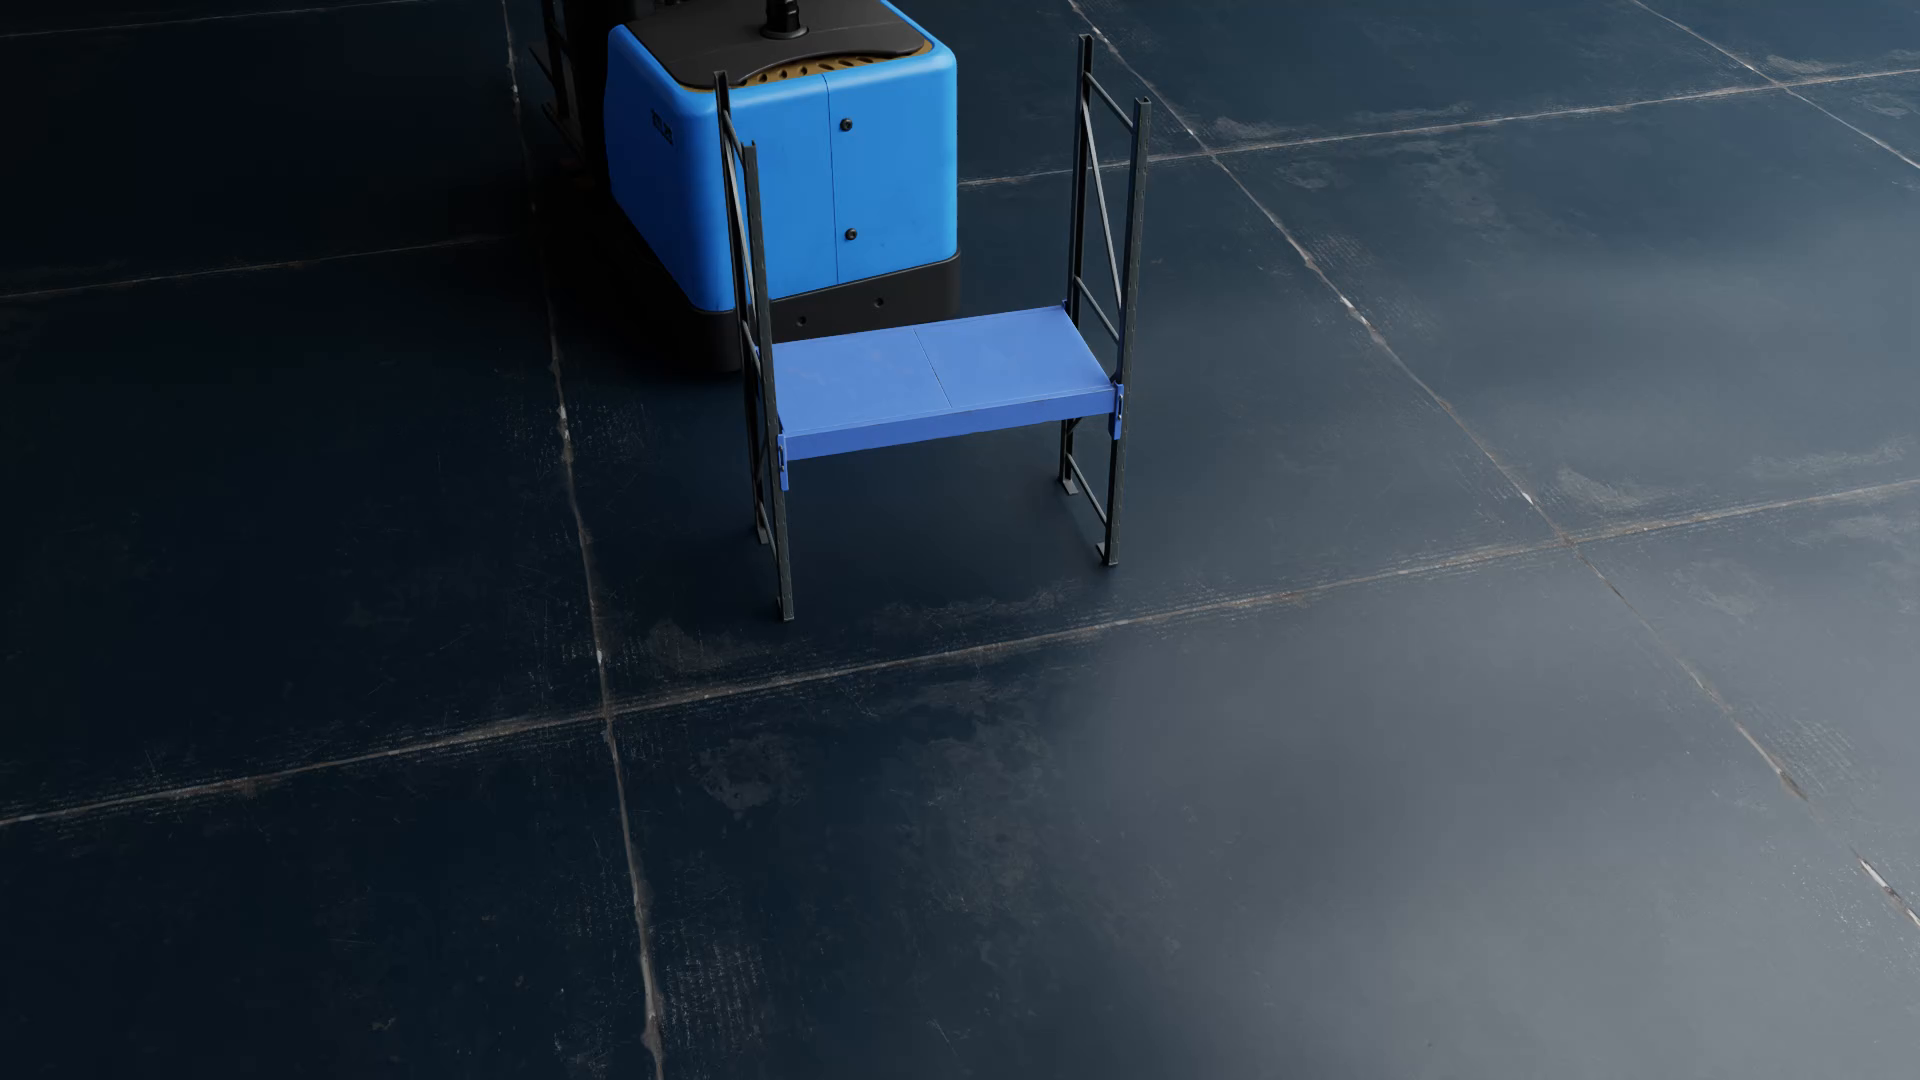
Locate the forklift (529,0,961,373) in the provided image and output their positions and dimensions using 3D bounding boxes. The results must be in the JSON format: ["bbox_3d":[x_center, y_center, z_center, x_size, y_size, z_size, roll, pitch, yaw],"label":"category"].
[{"bbox_3d":[-1.100,-2.644,6.294,1.130,2.935,3.031,-17,40,-21],"label":"forklift"}]

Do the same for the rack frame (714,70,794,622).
[{"bbox_3d":[-0.573,-0.502,4.671,0.032,1.500,0.500,-9,38,-12],"label":"rack frame"}]

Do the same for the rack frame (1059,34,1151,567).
[{"bbox_3d":[0.408,-0.663,4.882,0.032,1.500,0.500,-9,38,-12],"label":"rack frame"}]

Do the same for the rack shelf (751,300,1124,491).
[{"bbox_3d":[-0.082,-0.439,4.886,1.000,0.185,0.538,-9,38,-12],"label":"rack shelf"}]

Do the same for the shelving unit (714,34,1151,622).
[{"bbox_3d":[-0.082,-0.582,4.777,1.048,1.500,0.538,-9,38,-12],"label":"shelving unit"}]
